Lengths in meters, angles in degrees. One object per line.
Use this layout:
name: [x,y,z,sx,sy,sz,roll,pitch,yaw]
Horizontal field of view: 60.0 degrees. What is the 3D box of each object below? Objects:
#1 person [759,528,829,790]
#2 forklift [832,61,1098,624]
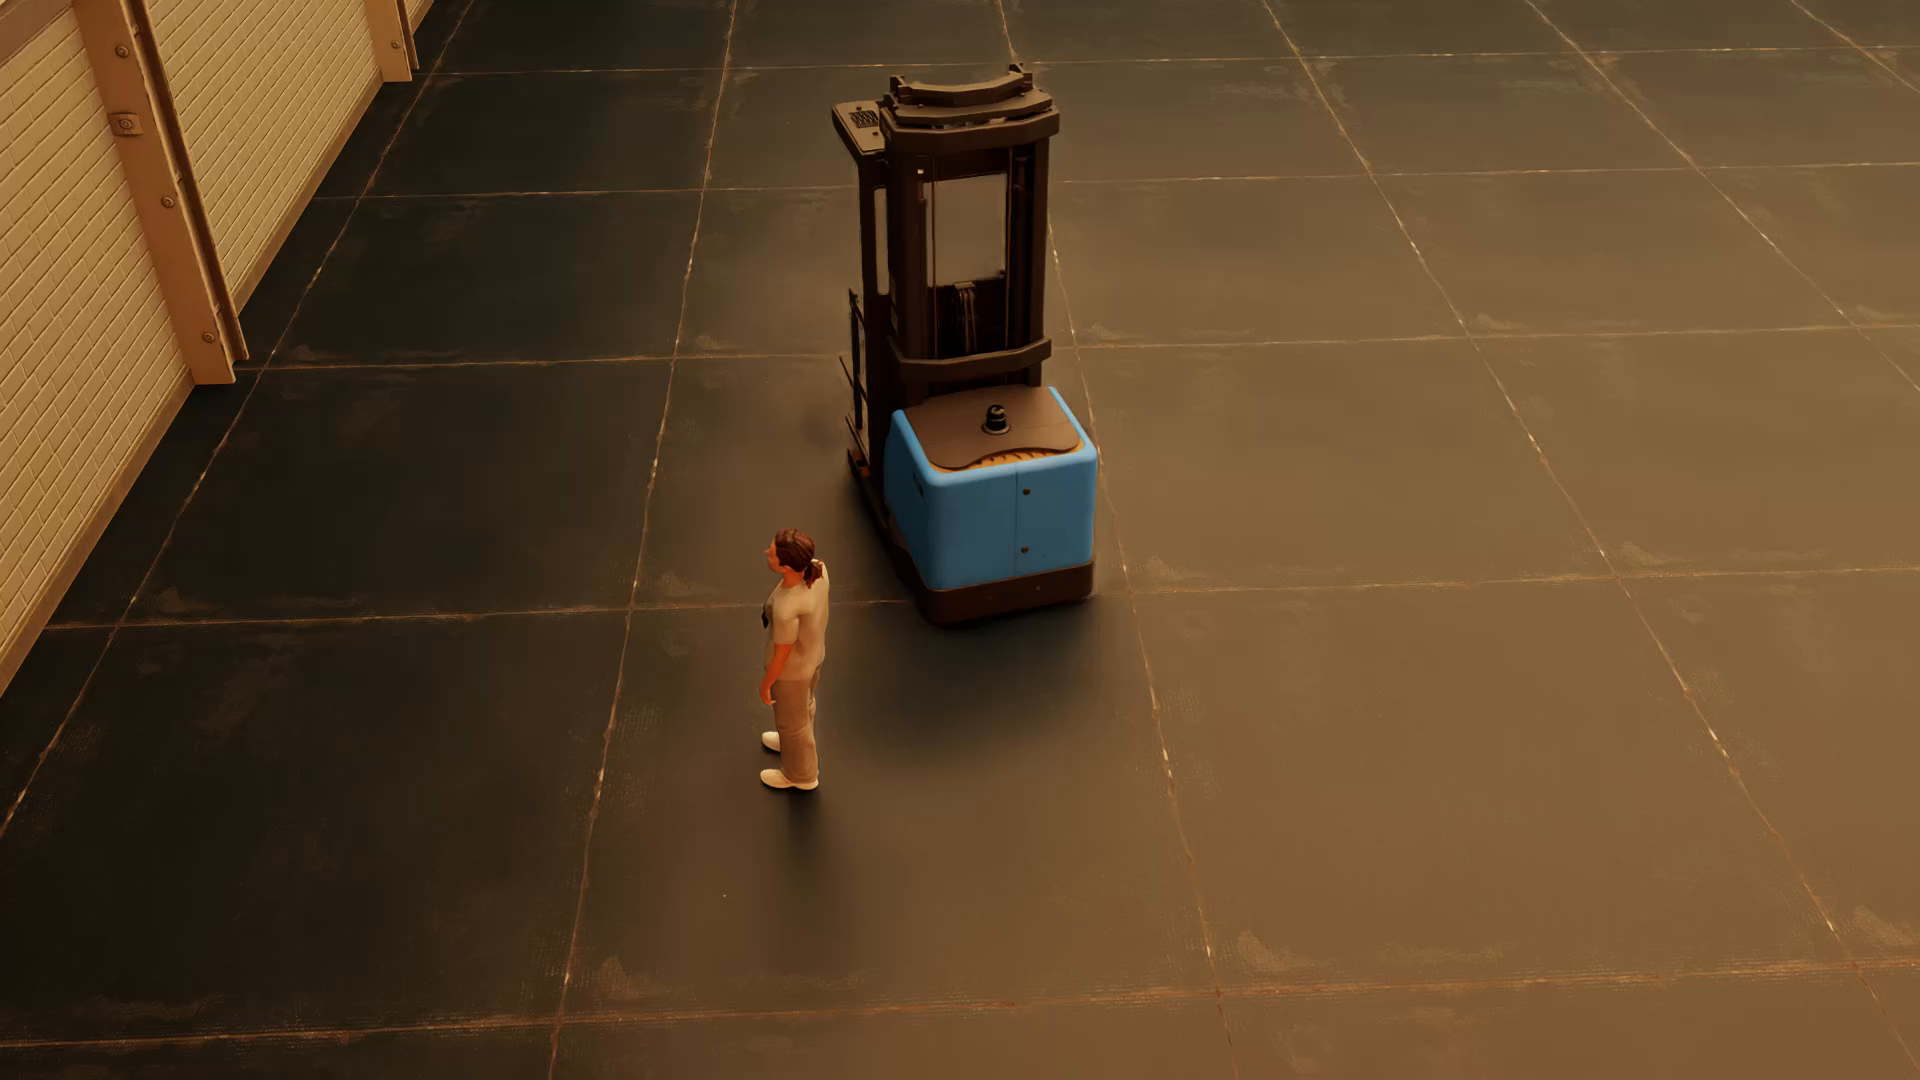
person: [-0.886,0.590,8.257,0.550,1.675,0.543,12,38,16]
forklift: [-0.111,-1.565,10.159,1.130,2.935,3.031,-10,37,-13]
